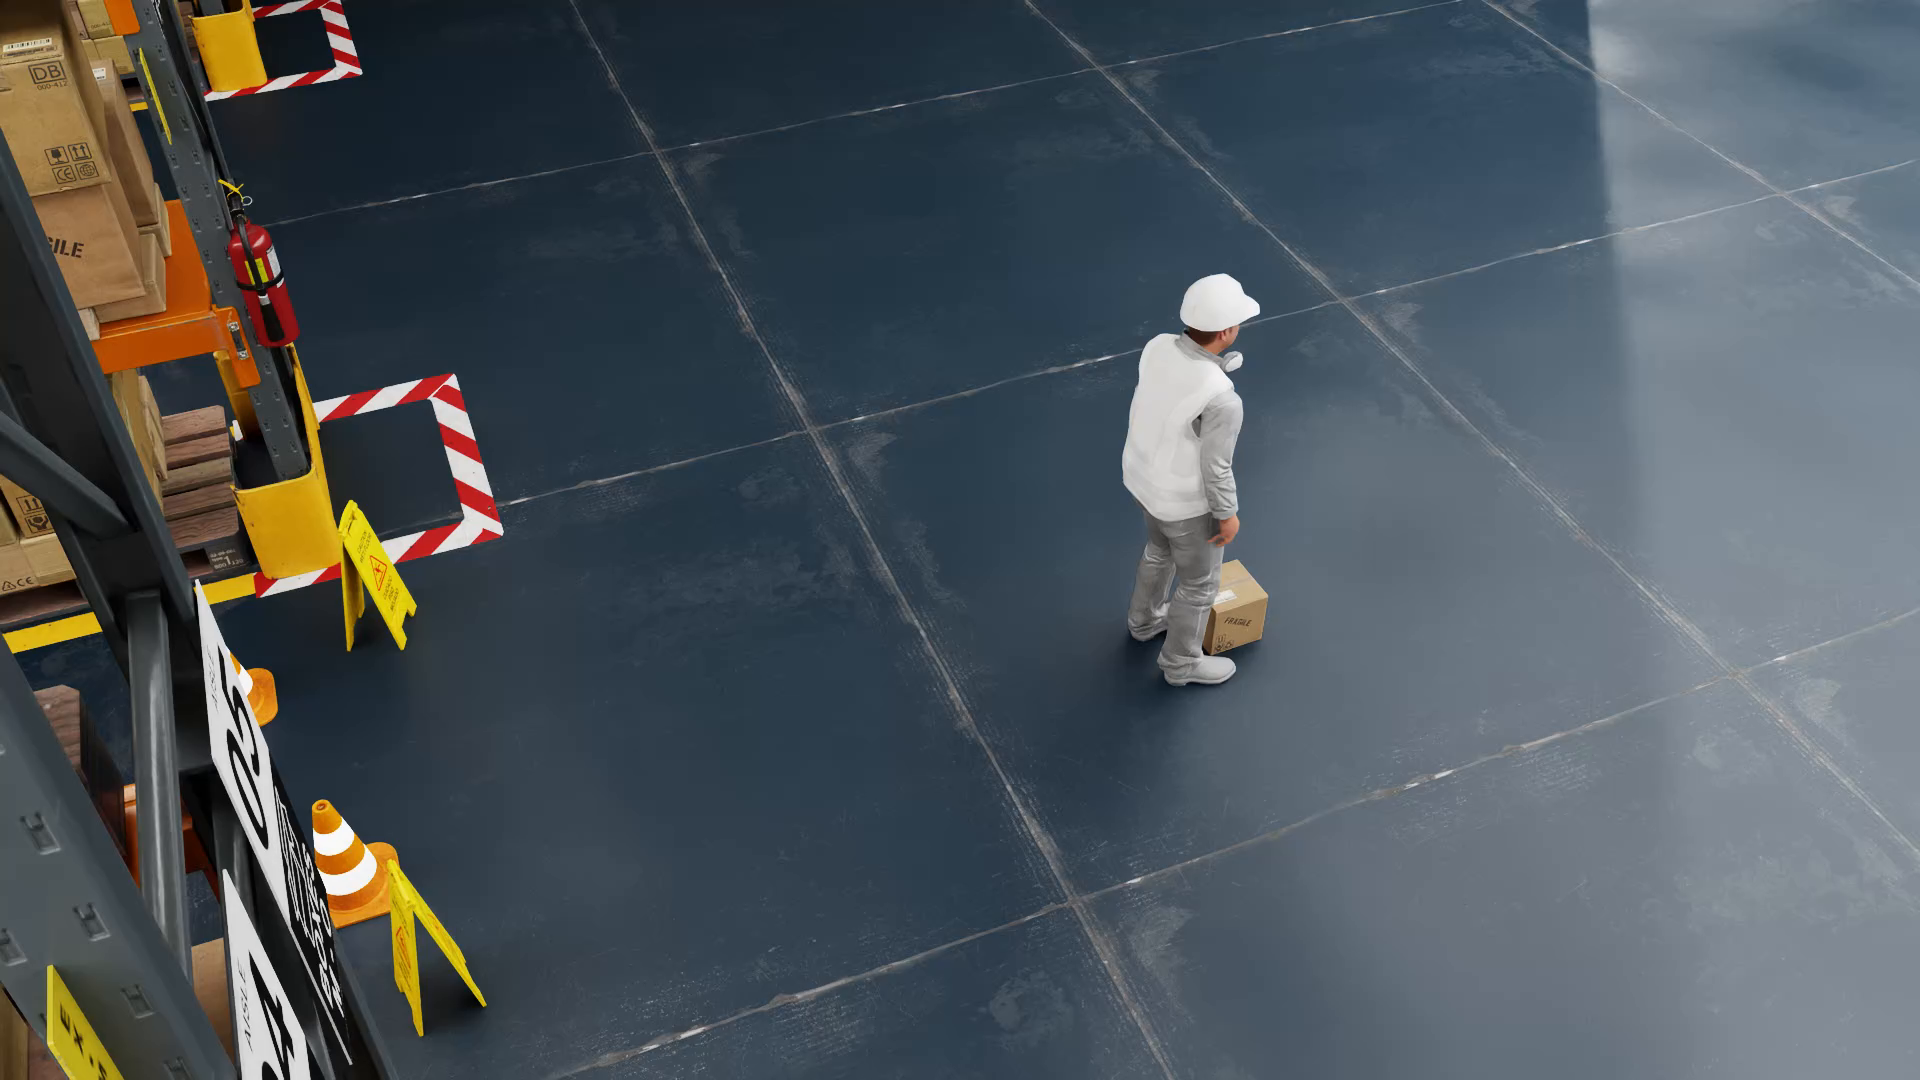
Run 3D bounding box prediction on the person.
[{"bbox_3d":[0.865,-0.224,6.392,0.461,1.772,0.594,-18,44,-19],"label":"person"}]
